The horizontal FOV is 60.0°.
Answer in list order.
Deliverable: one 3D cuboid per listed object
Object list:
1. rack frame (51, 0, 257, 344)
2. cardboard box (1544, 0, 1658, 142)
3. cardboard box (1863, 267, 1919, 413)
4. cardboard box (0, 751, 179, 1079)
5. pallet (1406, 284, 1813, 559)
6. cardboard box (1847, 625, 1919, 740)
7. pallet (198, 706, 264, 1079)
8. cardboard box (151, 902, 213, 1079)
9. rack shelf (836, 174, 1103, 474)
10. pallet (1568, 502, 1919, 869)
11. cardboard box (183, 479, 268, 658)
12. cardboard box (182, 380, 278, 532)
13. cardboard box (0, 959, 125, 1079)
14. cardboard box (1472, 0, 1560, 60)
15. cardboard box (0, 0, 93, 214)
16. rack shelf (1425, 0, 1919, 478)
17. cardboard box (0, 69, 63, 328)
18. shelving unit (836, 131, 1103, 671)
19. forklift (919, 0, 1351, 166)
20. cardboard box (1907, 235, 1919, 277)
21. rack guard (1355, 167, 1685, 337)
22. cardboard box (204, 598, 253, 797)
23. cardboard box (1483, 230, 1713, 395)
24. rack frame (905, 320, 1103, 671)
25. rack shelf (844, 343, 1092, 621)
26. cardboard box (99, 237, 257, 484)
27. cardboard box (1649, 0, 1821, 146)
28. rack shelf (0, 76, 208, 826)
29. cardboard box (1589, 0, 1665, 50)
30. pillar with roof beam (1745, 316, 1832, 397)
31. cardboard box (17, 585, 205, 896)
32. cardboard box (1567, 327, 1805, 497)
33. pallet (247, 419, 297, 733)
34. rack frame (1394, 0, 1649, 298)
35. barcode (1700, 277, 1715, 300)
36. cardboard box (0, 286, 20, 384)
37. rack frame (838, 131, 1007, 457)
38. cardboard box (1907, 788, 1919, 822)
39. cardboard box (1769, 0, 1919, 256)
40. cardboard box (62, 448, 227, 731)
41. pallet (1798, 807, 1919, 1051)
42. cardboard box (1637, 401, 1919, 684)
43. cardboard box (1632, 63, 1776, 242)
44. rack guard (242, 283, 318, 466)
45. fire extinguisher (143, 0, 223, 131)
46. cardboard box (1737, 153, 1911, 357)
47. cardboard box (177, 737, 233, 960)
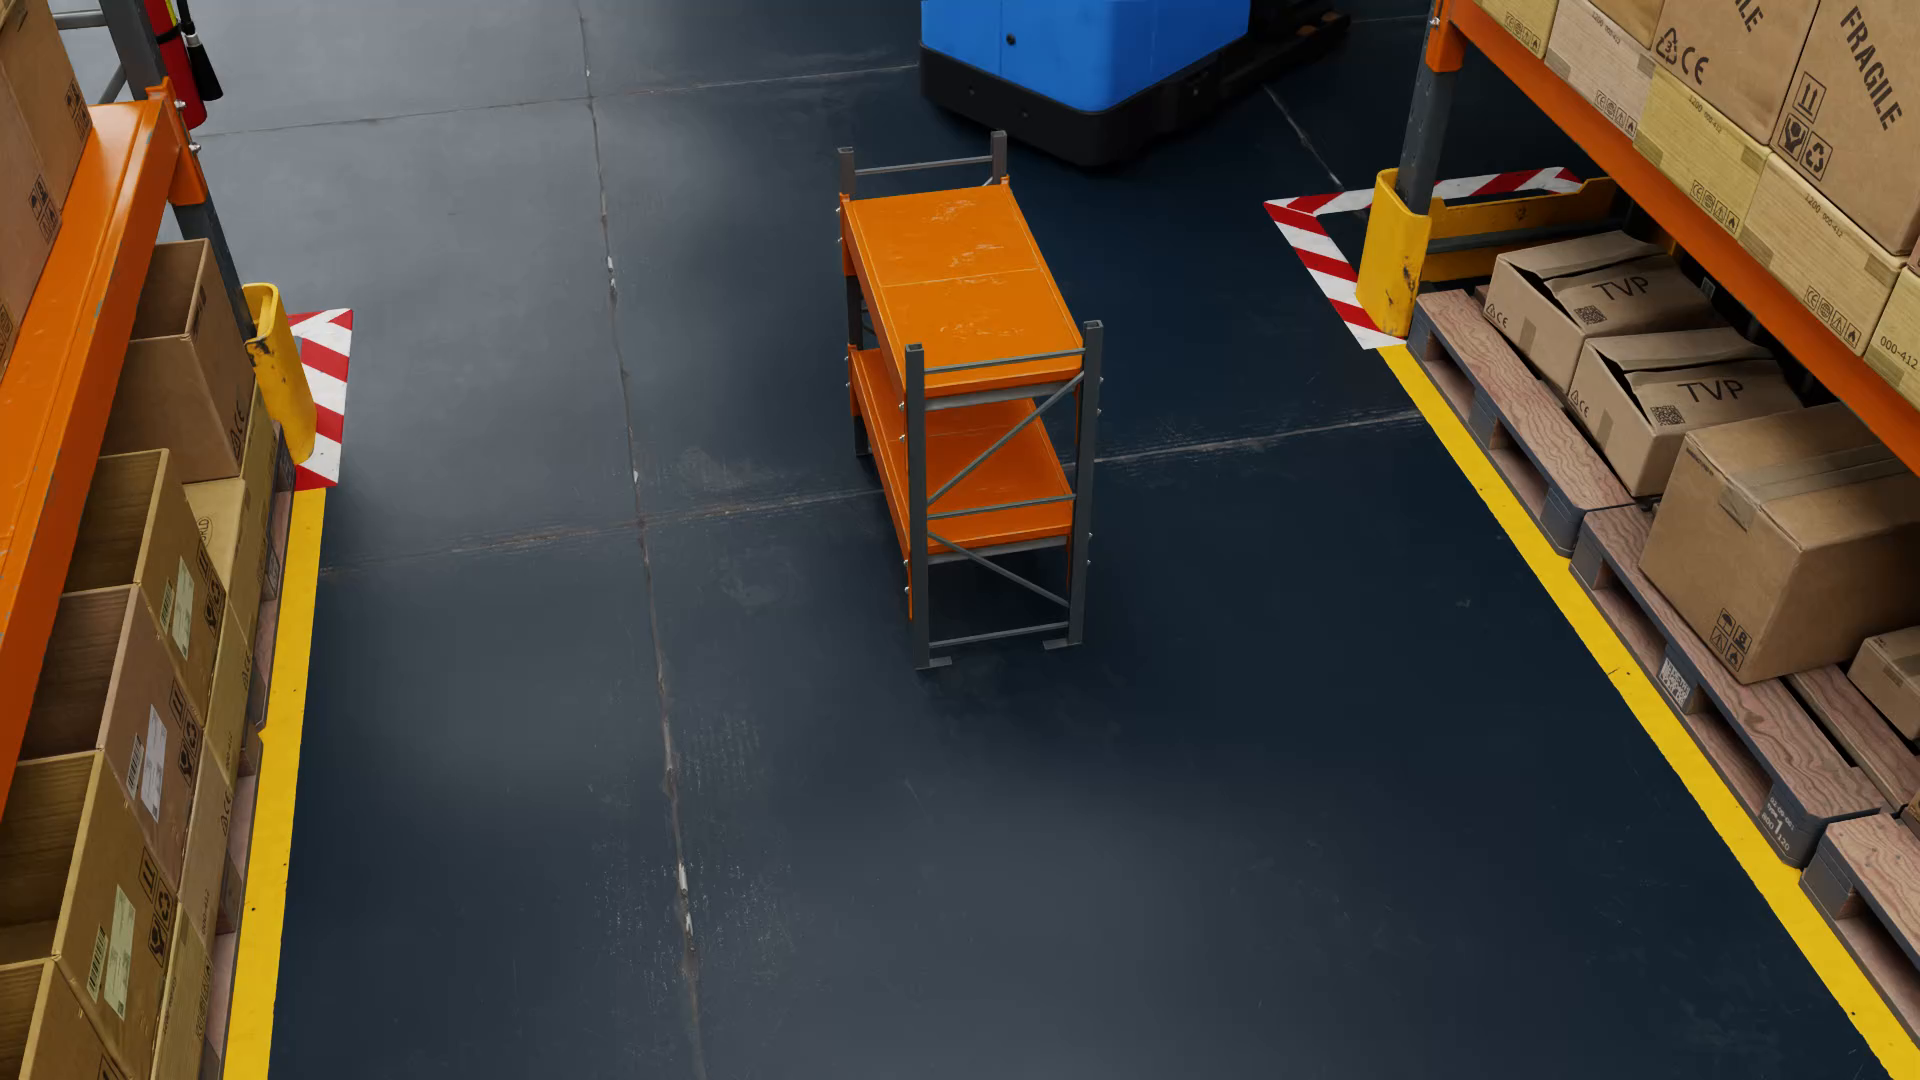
[{"bbox_3d":[-2.762,-1.388,4.554,1.000,3.000,0.127,-8,42,-9],"label":"rack frame"},{"bbox_3d":[1.996,-1.355,4.615,0.500,0.250,0.500,-10,42,-11],"label":"cardboard box"},{"bbox_3d":[2.317,-0.370,3.506,0.500,0.250,0.500,-9,42,-10],"label":"cardboard box"},{"bbox_3d":[-1.908,0.802,3.277,0.500,0.500,0.500,-8,42,-9],"label":"cardboard box"},{"bbox_3d":[2.232,-0.476,5.628,1.003,0.211,1.213,-8,42,-9],"label":"pallet"},{"bbox_3d":[2.612,0.355,4.407,0.380,0.149,0.250,-12,43,-13],"label":"cardboard box"},{"bbox_3d":[-2.296,0.934,4.039,1.003,0.211,1.213,-8,42,-9],"label":"pallet"},{"bbox_3d":[-1.908,1.082,3.526,0.500,0.250,0.500,-8,42,-9],"label":"cardboard box"},{"bbox_3d":[0.001,-0.635,4.677,0.538,0.278,1.000,-8,42,-9],"label":"rack shelf"},{"bbox_3d":[2.492,0.313,4.739,1.003,0.211,1.213,-8,42,-9],"label":"pallet"},{"bbox_3d":[-2.238,0.111,4.620,0.500,0.250,0.500,-8,42,-9],"label":"cardboard box"},{"bbox_3d":[-2.357,-0.211,4.984,0.500,0.250,0.500,-8,42,-9],"label":"cardboard box"},{"bbox_3d":[-1.808,1.127,2.911,0.500,0.500,0.500,-8,42,-9],"label":"cardboard box"},{"bbox_3d":[1.870,-1.690,4.992,0.500,0.250,0.500,-9,42,-11],"label":"cardboard box"},{"bbox_3d":[-2.673,-1.121,4.178,0.700,0.500,0.500,-8,42,-9],"label":"cardboard box"},{"bbox_3d":[2.506,-0.535,4.135,1.077,0.370,4.000,-8,42,-9],"label":"rack shelf"},{"bbox_3d":[-2.555,-0.781,3.795,0.700,0.500,0.500,-7,42,-8],"label":"cardboard box"},{"bbox_3d":[0.001,-0.416,4.872,0.538,1.125,1.048,-8,42,-9],"label":"shelving unit"},{"bbox_3d":[1.191,-3.531,7.020,1.130,2.935,3.031,32,50,31],"label":"forklift"},{"bbox_3d":[2.322,-0.652,3.258,0.500,0.500,0.500,-9,42,-11],"label":"cardboard box"},{"bbox_3d":[2.091,-1.116,6.131,1.175,0.500,0.348,-8,42,-9],"label":"rack guard"},{"bbox_3d":[-2.128,0.435,4.256,0.500,0.250,0.500,-8,42,-9],"label":"cardboard box"},{"bbox_3d":[2.136,-0.798,5.583,0.500,0.311,0.500,-13,43,-14],"label":"cardboard box"},{"bbox_3d":[0.111,-0.087,4.500,0.500,1.125,0.032,-8,42,-9],"label":"rack frame"},{"bbox_3d":[0.001,-0.233,5.034,0.538,0.278,1.000,-8,42,-9],"label":"rack shelf"},{"bbox_3d":[-2.355,-0.492,4.735,0.500,0.500,0.500,-8,42,-9],"label":"cardboard box"},{"bbox_3d":[2.087,-1.322,4.013,0.500,0.500,0.500,-10,42,-11],"label":"cardboard box"},{"bbox_3d":[-2.330,0.177,3.332,1.077,0.370,4.000,-8,42,-9],"label":"rack shelf"},{"bbox_3d":[1.981,-1.658,4.391,0.500,0.500,0.500,-8,42,-9],"label":"cardboard box"},{"bbox_3d":[-1.133,-3.397,2.298,9.100,9.000,0.400,-8,42,-9],"label":"pillar with roof beam"},{"bbox_3d":[-2.018,0.478,3.642,0.500,0.500,0.500,-8,42,-9],"label":"cardboard box"},{"bbox_3d":[2.259,-0.428,5.167,0.500,0.311,0.500,-5,42,-6],"label":"cardboard box"},{"bbox_3d":[-2.556,0.144,4.928,1.003,0.211,1.213,-8,42,-9],"label":"pallet"},{"bbox_3d":[2.075,-2.100,5.356,1.000,3.000,0.127,-8,42,-9],"label":"rack frame"},{"bbox_3d":[2.531,-0.847,5.632,0.001,0.075,0.075,-8,42,-9],"label":"barcode"},{"bbox_3d":[-2.454,-0.459,3.432,0.700,0.500,0.500,-8,42,-9],"label":"cardboard box"},{"bbox_3d":[-0.108,-0.746,5.243,0.500,1.125,0.032,-8,42,-9],"label":"rack frame"},{"bbox_3d":[2.675,0.596,3.871,0.500,0.500,0.500,-11,43,-12],"label":"cardboard box"},{"bbox_3d":[2.210,-0.989,3.638,0.500,0.500,0.500,-7,42,-8],"label":"cardboard box"},{"bbox_3d":[-2.125,0.154,4.007,0.500,0.500,0.500,-8,42,-9],"label":"cardboard box"},{"bbox_3d":[2.759,1.105,3.846,1.003,0.211,1.213,-8,42,-9],"label":"pallet"},{"bbox_3d":[2.369,-0.016,4.560,0.700,0.500,0.500,-11,43,-12],"label":"cardboard box"},{"bbox_3d":[2.100,-1.024,4.242,0.500,0.250,0.500,-9,42,-10],"label":"cardboard box"},{"bbox_3d":[-2.767,-0.469,5.401,1.175,0.500,0.348,-8,42,-9],"label":"rack guard"},{"bbox_3d":[-2.333,-1.502,4.741,0.296,0.674,0.183,-8,42,-9],"label":"fire extinguisher"},{"bbox_3d":[2.207,-0.696,3.873,0.500,0.250,0.500,-8,42,-9],"label":"cardboard box"},{"bbox_3d":[-2.022,0.759,3.890,0.500,0.250,0.500,-8,42,-9],"label":"cardboard box"}]
